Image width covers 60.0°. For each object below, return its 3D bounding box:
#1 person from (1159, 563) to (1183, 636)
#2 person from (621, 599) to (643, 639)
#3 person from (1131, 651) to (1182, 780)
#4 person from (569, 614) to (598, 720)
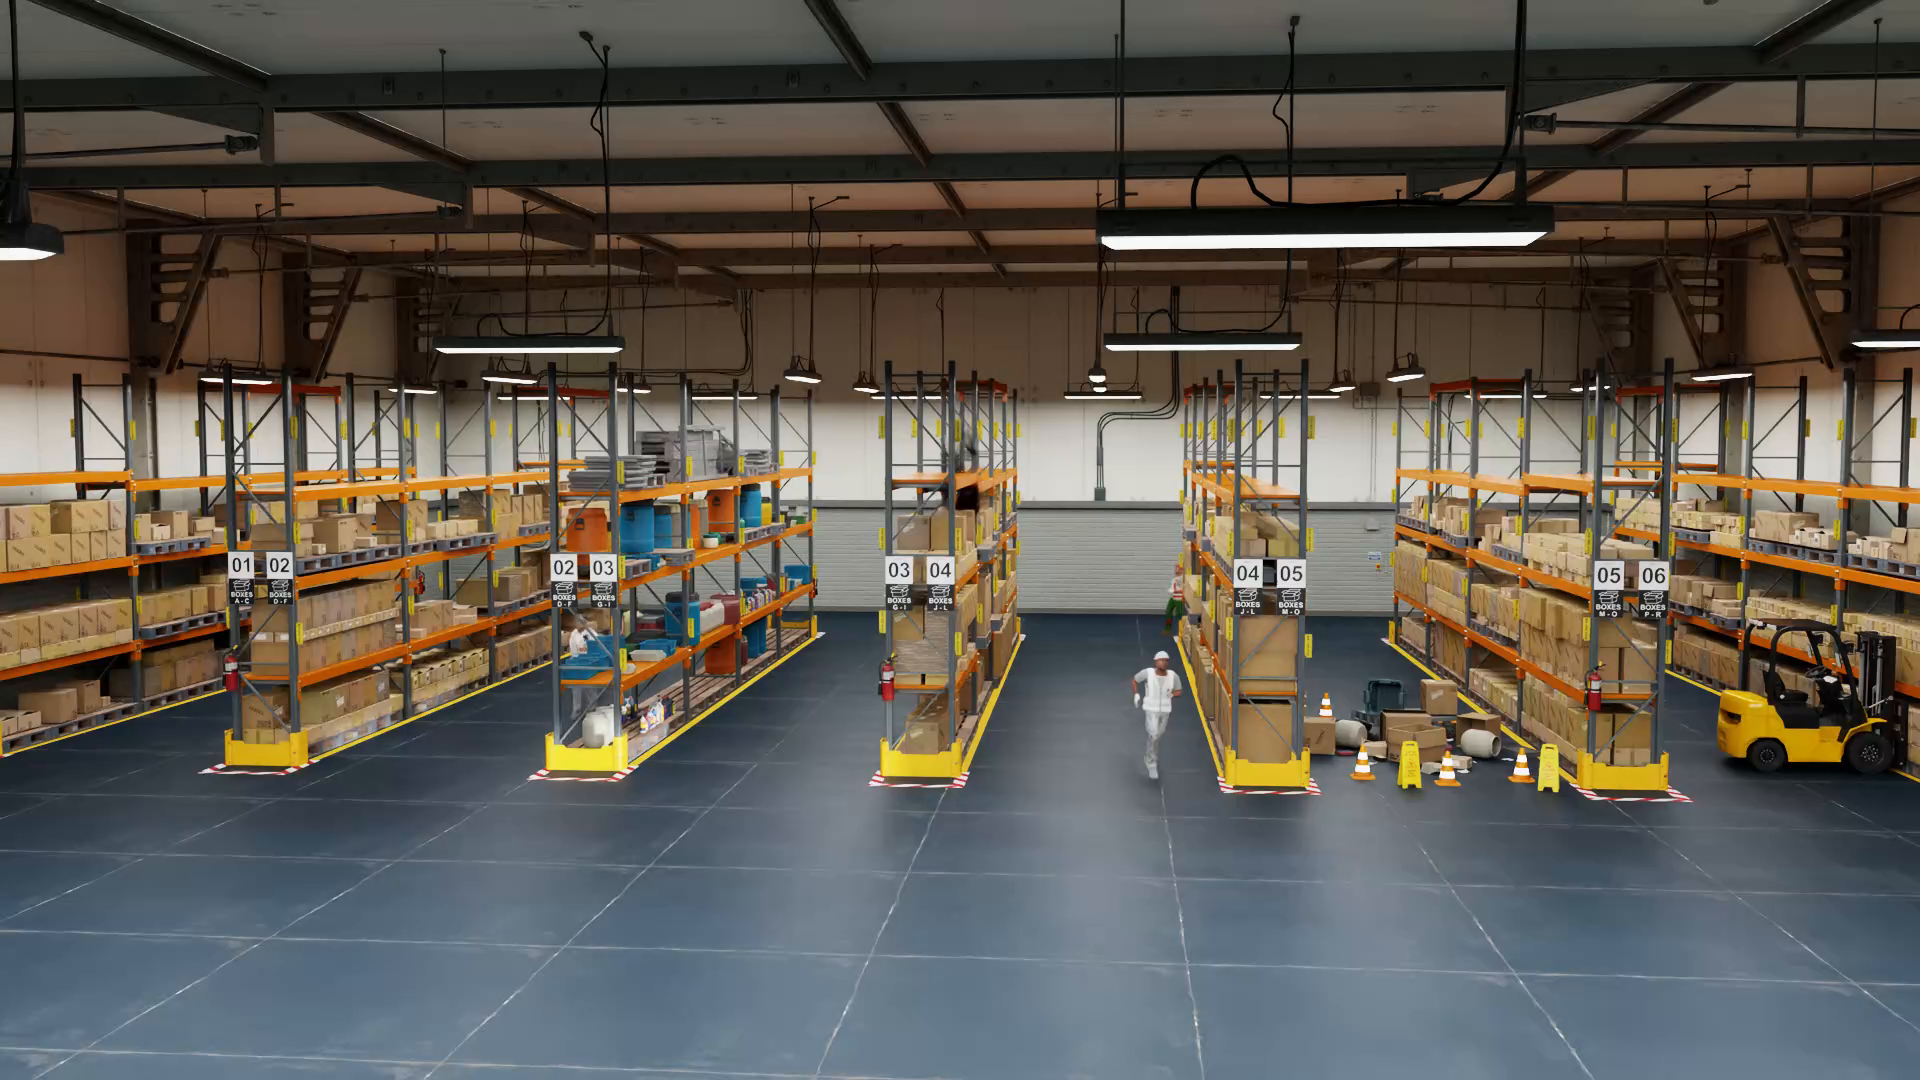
[{"bbox_3d":[5.325,1.454,40.495,0.838,1.804,0.676,-1,4,-17],"label":"person"},{"bbox_3d":[-6.468,1.982,32.860,0.574,1.654,0.969,0,4,3],"label":"person"},{"bbox_3d":[2.884,2.515,24.232,0.672,1.816,0.812,-1,4,-13],"label":"person"},{"bbox_3d":[-6.590,2.196,29.220,0.640,1.818,0.891,1,4,9],"label":"person"}]
